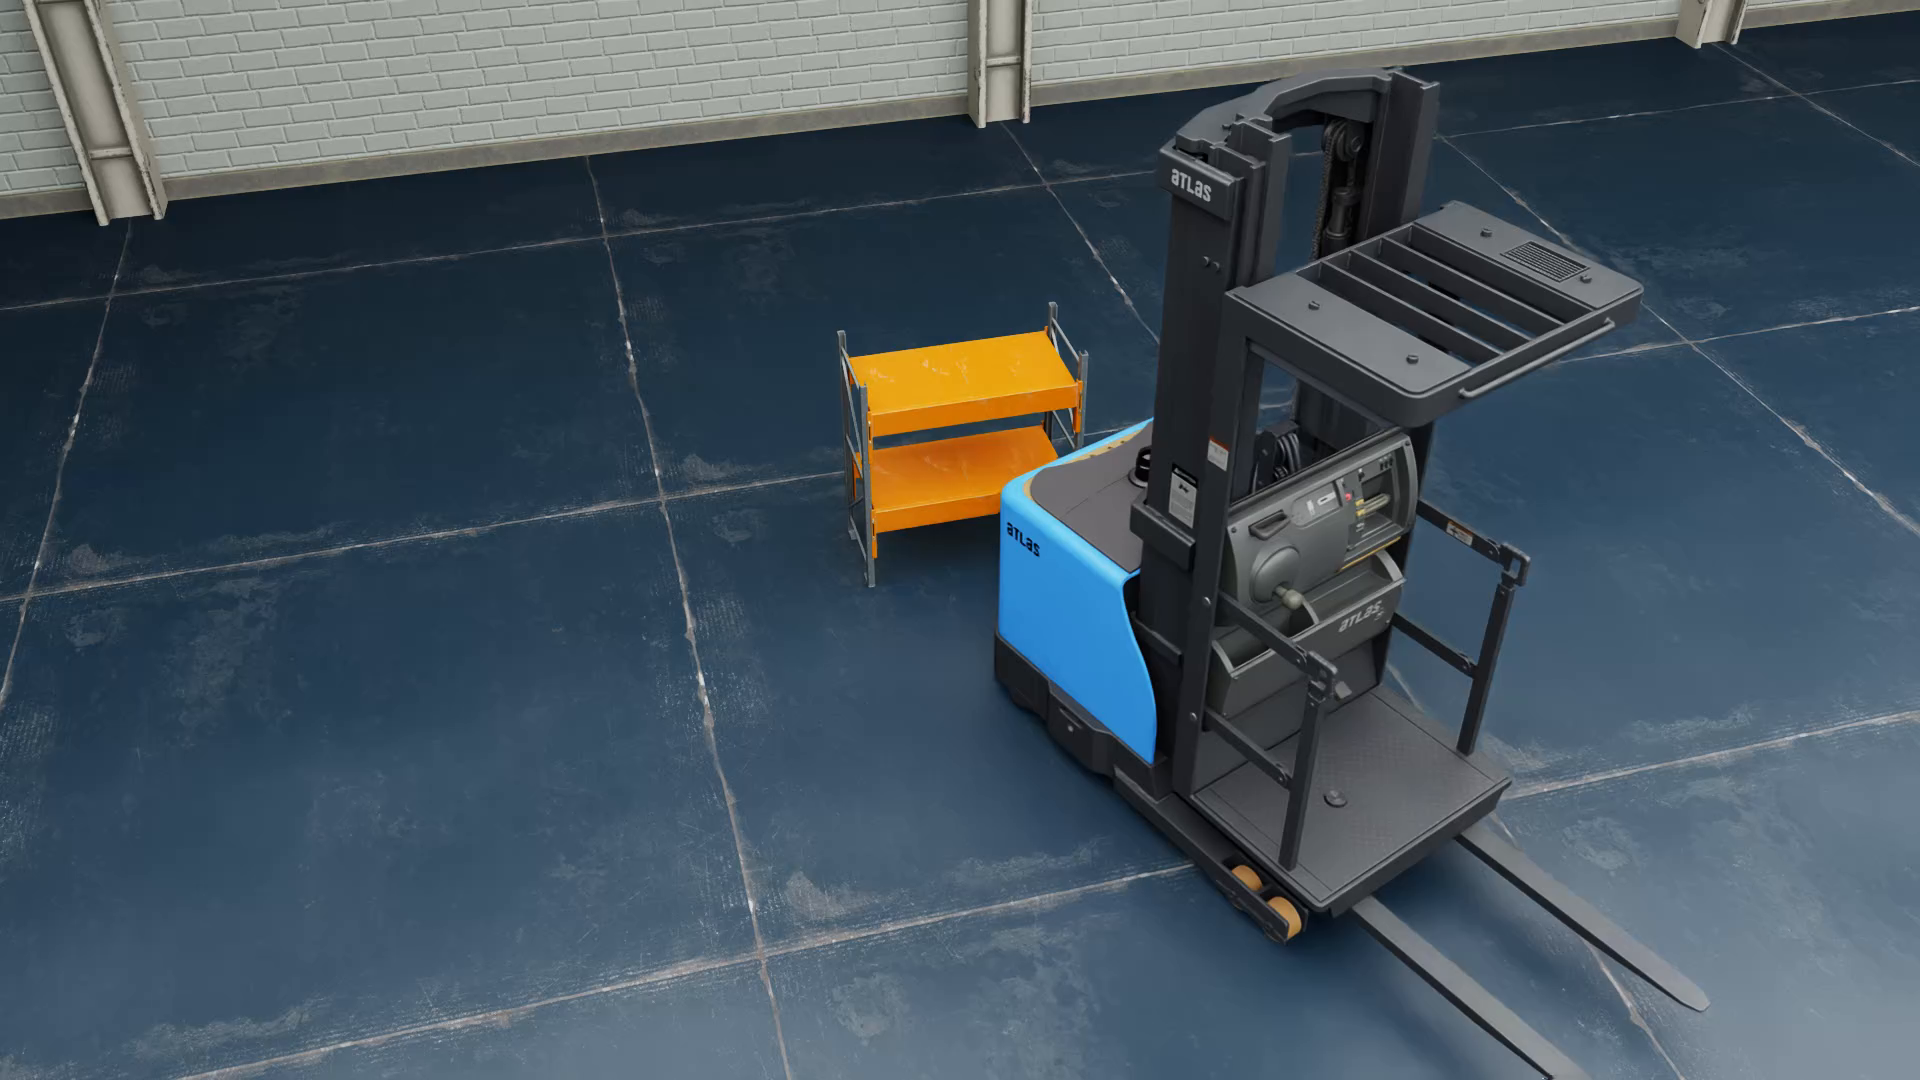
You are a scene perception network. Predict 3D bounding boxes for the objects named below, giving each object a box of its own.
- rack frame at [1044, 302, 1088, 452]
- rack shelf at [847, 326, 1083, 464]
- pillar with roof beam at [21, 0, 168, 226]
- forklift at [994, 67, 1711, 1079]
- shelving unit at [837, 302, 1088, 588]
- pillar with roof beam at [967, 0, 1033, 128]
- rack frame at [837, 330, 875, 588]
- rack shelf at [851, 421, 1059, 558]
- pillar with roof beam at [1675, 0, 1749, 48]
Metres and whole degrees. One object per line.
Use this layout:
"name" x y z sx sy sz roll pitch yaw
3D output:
"rack frame" 0.497 -0.528 7.994 0.032 1.125 0.500 -9 38 -12
"rack shelf" 0.007 -0.680 7.711 1.000 0.278 0.538 -9 38 -12
"pillar with roof beam" -4.385 -3.236 5.053 0.400 9.000 9.100 -9 38 -12
"forklift" 1.433 0.004 5.812 1.130 2.935 3.031 -24 44 -28
"shelving unit" 0.007 -0.448 7.889 1.048 1.125 0.538 -9 38 -12
"pillar with roof beam" 1.408 -4.186 6.295 0.400 9.000 9.100 -9 38 -12
"rack frame" -0.484 -0.367 7.784 0.032 1.125 0.500 -9 38 -12
"rack shelf" 0.007 -0.254 8.038 1.000 0.278 0.538 -9 38 -12
"pillar with roof beam" 7.200 -5.136 7.538 0.400 9.000 9.100 -9 38 -12
